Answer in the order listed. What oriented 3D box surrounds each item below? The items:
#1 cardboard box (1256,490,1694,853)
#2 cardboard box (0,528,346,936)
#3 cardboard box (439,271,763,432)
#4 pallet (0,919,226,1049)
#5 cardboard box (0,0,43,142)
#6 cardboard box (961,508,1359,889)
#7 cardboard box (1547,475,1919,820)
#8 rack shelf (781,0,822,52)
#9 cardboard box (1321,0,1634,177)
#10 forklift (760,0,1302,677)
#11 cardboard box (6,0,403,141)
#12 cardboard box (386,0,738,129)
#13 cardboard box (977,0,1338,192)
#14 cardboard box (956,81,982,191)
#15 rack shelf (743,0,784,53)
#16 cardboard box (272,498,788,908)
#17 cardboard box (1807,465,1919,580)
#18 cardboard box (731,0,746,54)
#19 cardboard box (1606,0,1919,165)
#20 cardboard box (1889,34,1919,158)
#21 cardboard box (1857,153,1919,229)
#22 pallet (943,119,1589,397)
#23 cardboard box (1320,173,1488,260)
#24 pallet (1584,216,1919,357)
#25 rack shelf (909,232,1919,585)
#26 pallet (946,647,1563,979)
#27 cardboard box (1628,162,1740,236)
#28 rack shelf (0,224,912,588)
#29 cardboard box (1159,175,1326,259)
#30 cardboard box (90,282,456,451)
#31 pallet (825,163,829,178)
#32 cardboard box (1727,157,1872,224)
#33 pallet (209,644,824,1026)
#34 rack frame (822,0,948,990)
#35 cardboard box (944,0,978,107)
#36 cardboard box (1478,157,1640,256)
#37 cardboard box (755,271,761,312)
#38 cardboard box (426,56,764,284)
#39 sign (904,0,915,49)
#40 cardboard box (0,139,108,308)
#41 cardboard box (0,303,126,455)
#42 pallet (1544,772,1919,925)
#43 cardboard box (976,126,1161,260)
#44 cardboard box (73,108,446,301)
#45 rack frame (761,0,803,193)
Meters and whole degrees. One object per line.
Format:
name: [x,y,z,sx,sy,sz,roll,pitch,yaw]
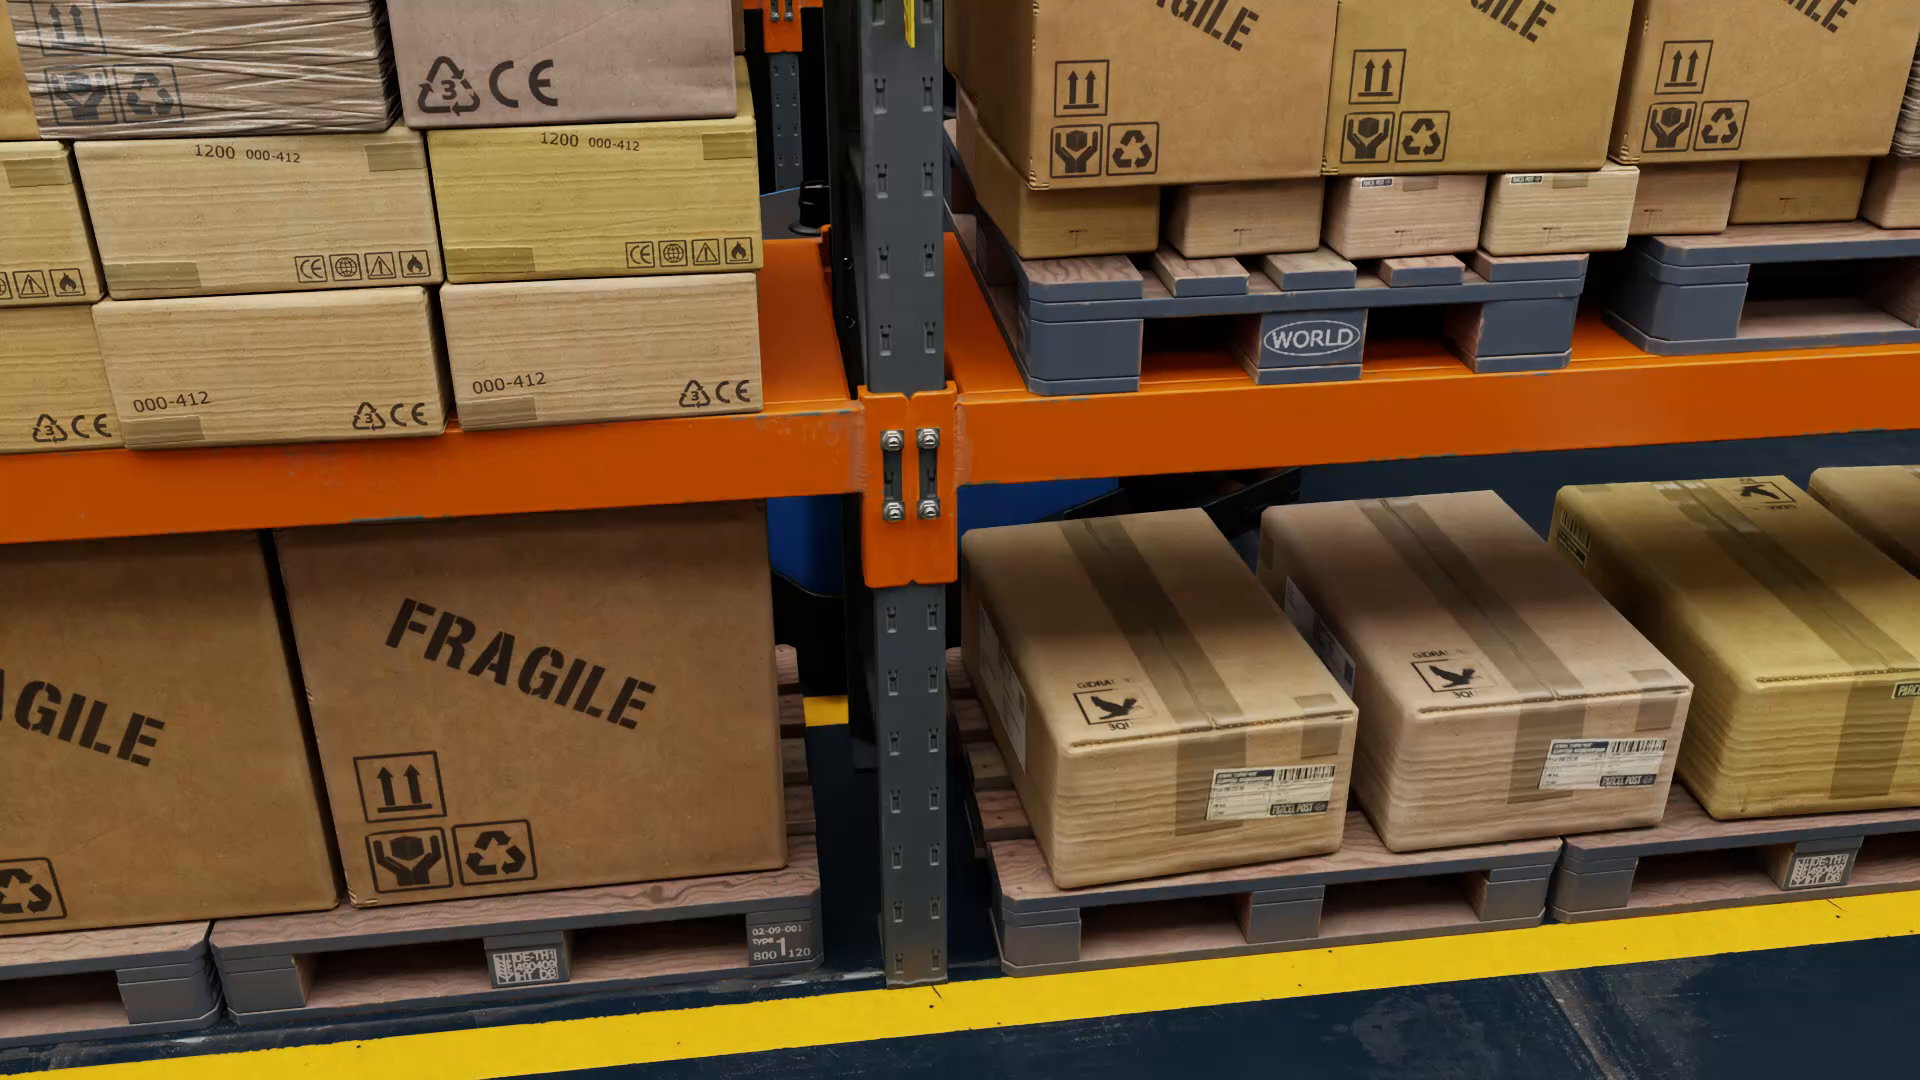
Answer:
cardboard box: [1.133,0.266,3.864,0.625,0.372,0.950,-4,27,-8]
cardboard box: [-1.737,0.185,3.470,0.875,0.875,0.875,-3,27,-6]
cardboard box: [-0.622,-0.418,2.943,0.500,0.250,0.500,-5,28,-9]
pallet: [-2.154,0.699,3.657,1.213,0.211,1.003,-4,27,-7]
cardboard box: [-1.633,-0.908,2.528,0.500,0.500,0.500,-4,27,-7]
cardboard box: [0.403,0.317,3.766,0.625,0.372,0.950,-5,28,-11]
cardboard box: [1.885,0.220,3.953,0.625,0.372,0.950,-3,27,-5]
rack shelf: [1.128,-2.685,7.985,4.000,0.370,1.077,-4,27,-7]
cardboard box: [0.835,-0.958,2.937,0.500,0.500,0.500,-2,27,-4]
forklift: [0.476,-1.489,4.941,3.031,2.935,1.130,-21,34,-35]
cardboard box: [-1.140,-0.936,2.584,0.500,0.500,0.500,-3,27,-6]
cardboard box: [-0.633,-0.972,2.655,0.500,0.500,0.500,-4,27,-9]
cardboard box: [0.320,-0.922,2.866,0.500,0.500,0.500,-4,27,-9]
cardboard box: [0.134,-0.837,3.410,0.250,0.149,0.380,-3,27,-5]
rack shelf: [-2.833,-2.431,7.489,4.000,0.370,1.077,-4,27,-7]
cardboard box: [-0.853,0.131,3.577,0.875,0.875,0.875,-4,27,-8]
cardboard box: [2.573,0.175,4.041,0.625,0.372,0.950,-2,27,-4]
cardboard box: [-0.680,-1.203,3.104,0.500,0.500,0.500,-5,28,-9]
cardboard box: [1.360,-0.995,3.008,0.500,0.500,0.500,-3,27,-6]
cardboard box: [1.857,-1.023,3.063,0.500,0.500,0.500,-5,28,-9]
cardboard box: [1.797,-0.727,3.196,0.250,0.149,0.380,-3,27,-5]
pallet: [0.533,-0.642,3.426,1.003,0.211,1.213,-4,27,-7]
cardboard box: [0.752,-0.645,3.037,0.250,0.149,0.380,-5,28,-10]
pallet: [1.797,-0.693,3.526,1.213,0.211,1.003,-4,27,-7]
rack shelf: [1.823,-0.441,3.613,4.000,0.370,1.077,-4,27,-7]
pallet: [0.616,0.557,3.933,1.213,0.211,1.003,-4,27,-7]
cardboard box: [1.255,-0.704,3.152,0.250,0.149,0.380,-2,27,-4]
rack shelf: [-2.138,-0.187,3.117,4.000,0.370,1.077,-4,27,-7]
cardboard box: [0.475,-0.649,3.044,0.250,0.149,0.380,-5,28,-10]
cardboard box: [-1.126,-0.378,2.866,0.500,0.250,0.500,-3,27,-6]
pallet: [-0.032,-1.672,8.277,1.213,0.211,1.003,-4,27,-7]
cardboard box: [1.529,-0.740,3.221,0.250,0.149,0.380,-3,27,-5]
pallet: [-0.949,0.622,3.806,1.213,0.211,1.003,-4,27,-7]
rack frame: [-0.158,-0.634,3.200,0.127,3.000,1.000,-4,27,-7]
cardboard box: [0.254,-1.153,3.315,0.500,0.500,0.500,-4,27,-9]
cardboard box: [1.027,-0.653,3.053,0.250,0.149,0.380,-4,27,-7]
cardboard box: [-0.677,-0.650,3.396,0.500,0.250,0.500,-4,27,-8]
cardboard box: [-0.602,-0.644,2.837,0.500,0.250,0.500,-4,27,-7]
sign: [-0.077,-0.899,2.447,0.005,0.325,0.100,-4,27,-7]
cardboard box: [-1.613,-0.568,2.688,0.500,0.250,0.500,-4,27,-8]
cardboard box: [-1.627,-0.354,2.818,0.500,0.250,0.500,-4,27,-8]
pallet: [1.822,0.481,4.081,1.213,0.211,1.003,-4,27,-7]
cardboard box: [0.190,-0.646,3.038,0.250,0.149,0.380,-5,28,-10]
cardboard box: [-1.109,-0.610,2.770,0.500,0.250,0.500,-4,27,-8]
rack frame: [-0.853,-2.878,7.573,0.127,3.000,1.000,-4,27,-7]
